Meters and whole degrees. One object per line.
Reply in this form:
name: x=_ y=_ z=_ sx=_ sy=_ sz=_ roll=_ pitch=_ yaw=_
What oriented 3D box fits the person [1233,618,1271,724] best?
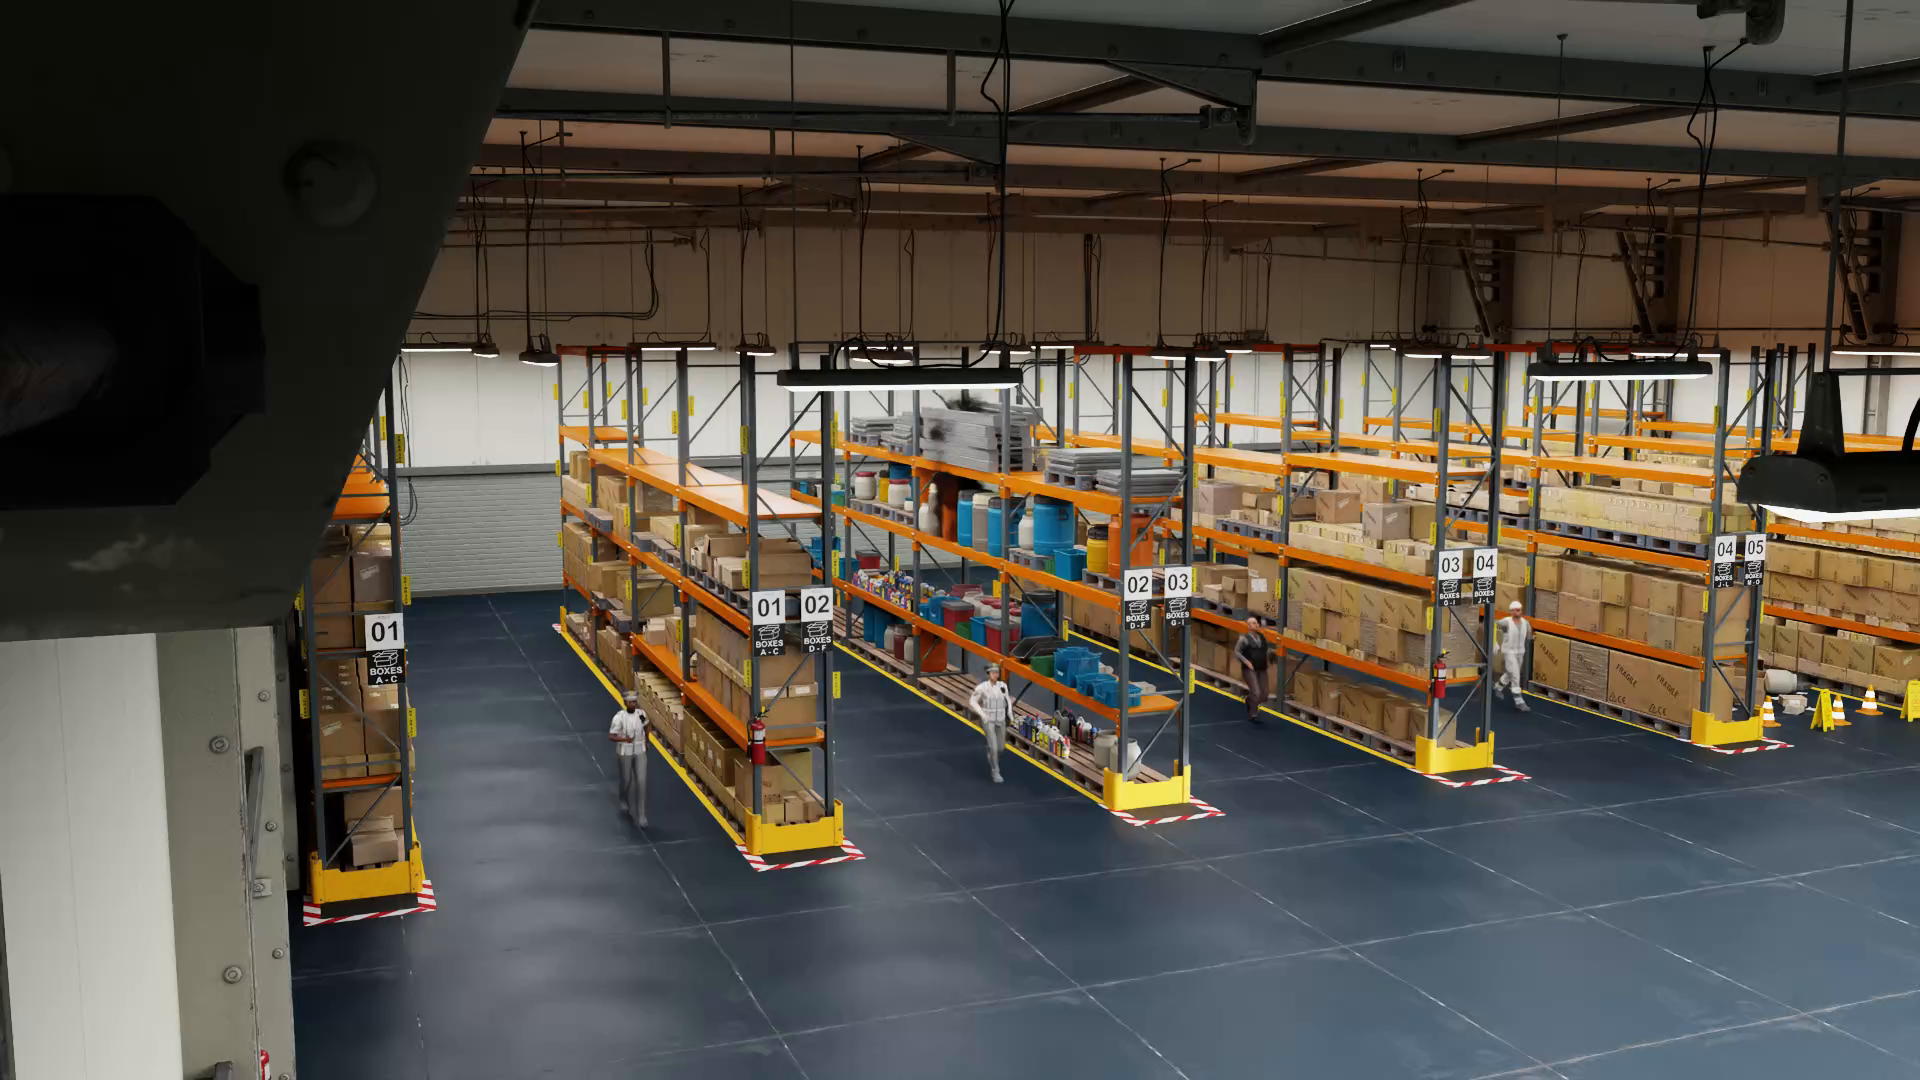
person: x=4.668 y=2.068 z=26.521 sx=0.659 sy=1.667 sz=0.618 roll=-3 pitch=8 yaw=-24

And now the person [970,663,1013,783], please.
person: x=0.455 y=2.544 z=23.491 sx=0.618 sy=1.673 sz=0.635 roll=-3 pitch=8 yaw=-19

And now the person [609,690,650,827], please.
person: x=-4.218 y=2.757 z=21.383 sx=0.581 sy=1.699 sz=0.876 roll=-3 pitch=8 yaw=-23

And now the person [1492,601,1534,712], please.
person: x=9.212 y=1.892 z=27.725 sx=0.663 sy=1.777 sz=1.004 roll=-3 pitch=8 yaw=-21
